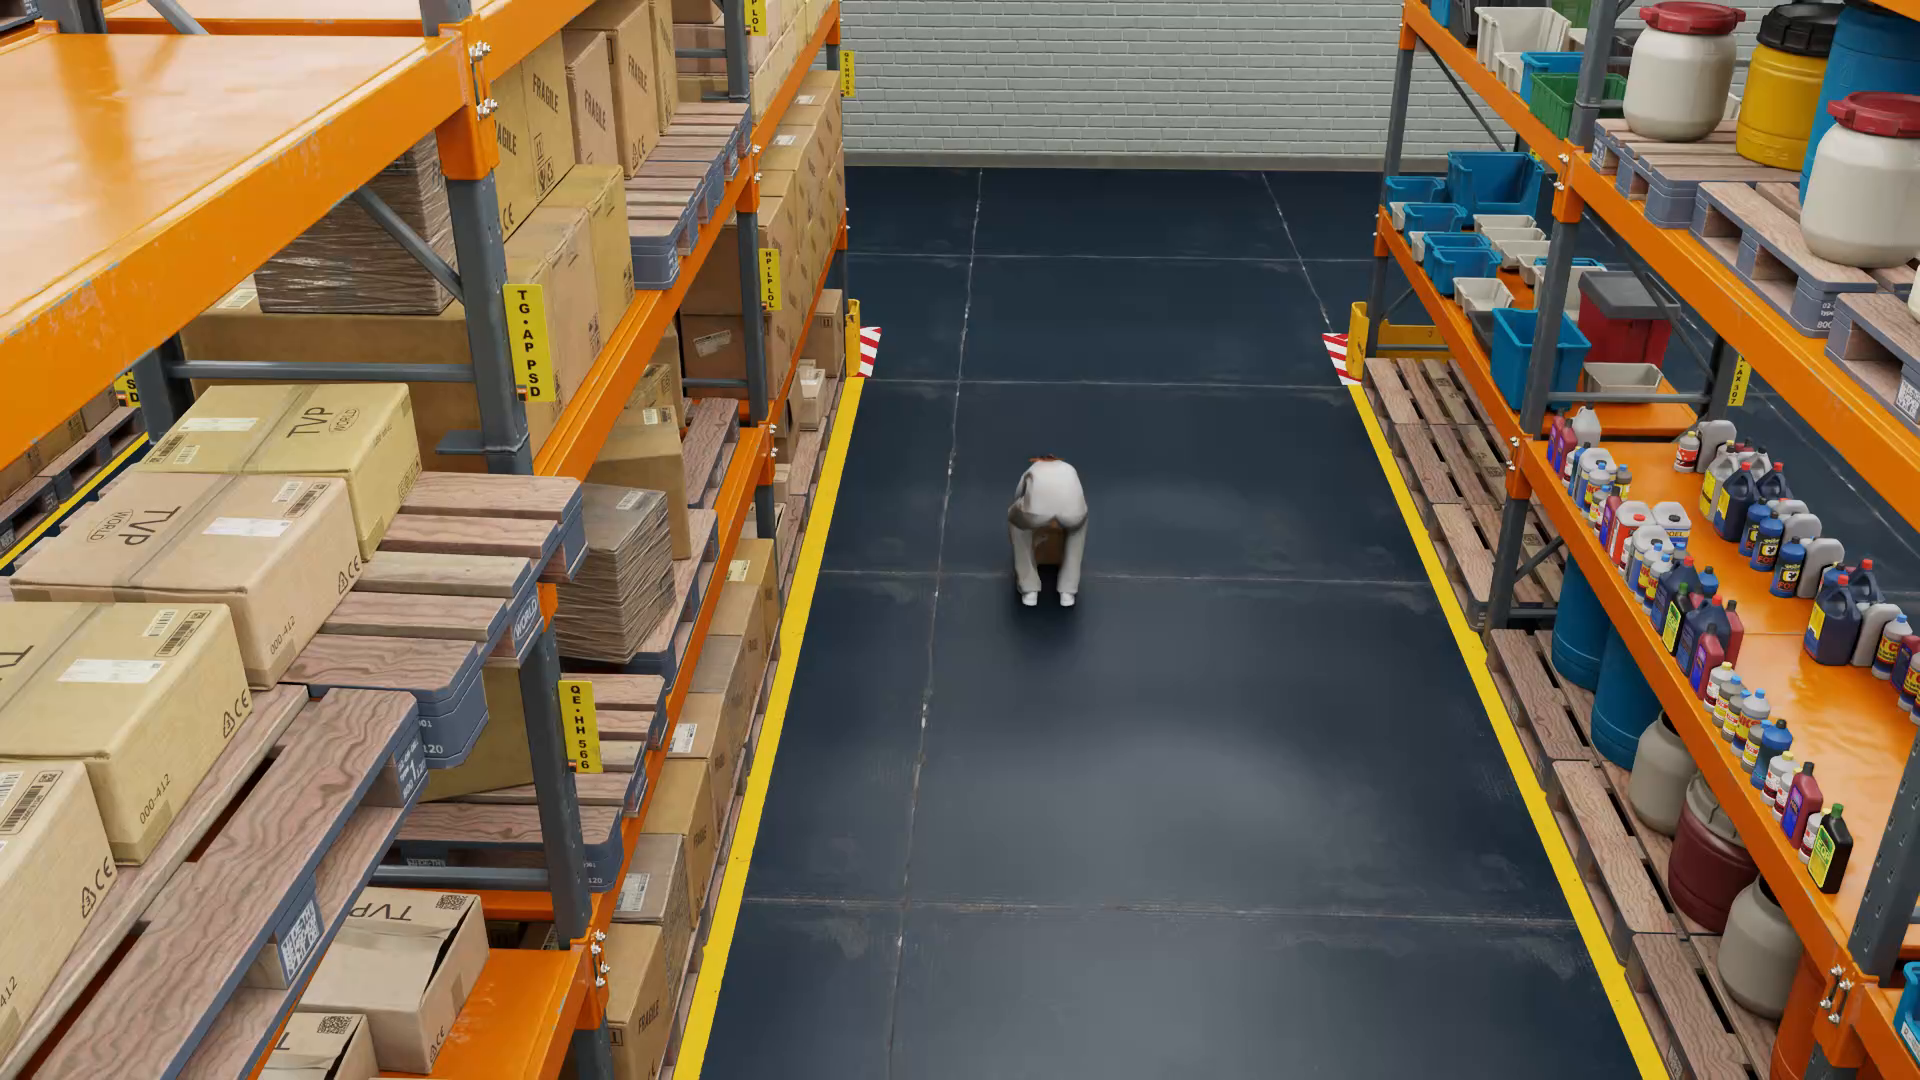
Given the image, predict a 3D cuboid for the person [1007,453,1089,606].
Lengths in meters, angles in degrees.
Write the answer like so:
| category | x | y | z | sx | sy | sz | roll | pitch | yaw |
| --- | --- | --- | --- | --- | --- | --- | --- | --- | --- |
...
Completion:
| category | x | y | z | sx | sy | sz | roll | pitch | yaw |
| --- | --- | --- | --- | --- | --- | --- | --- | --- | --- |
| person | 0.515 | -0.115 | 9.730 | 0.478 | 0.844 | 0.854 | 0 | 28 | 0 |
